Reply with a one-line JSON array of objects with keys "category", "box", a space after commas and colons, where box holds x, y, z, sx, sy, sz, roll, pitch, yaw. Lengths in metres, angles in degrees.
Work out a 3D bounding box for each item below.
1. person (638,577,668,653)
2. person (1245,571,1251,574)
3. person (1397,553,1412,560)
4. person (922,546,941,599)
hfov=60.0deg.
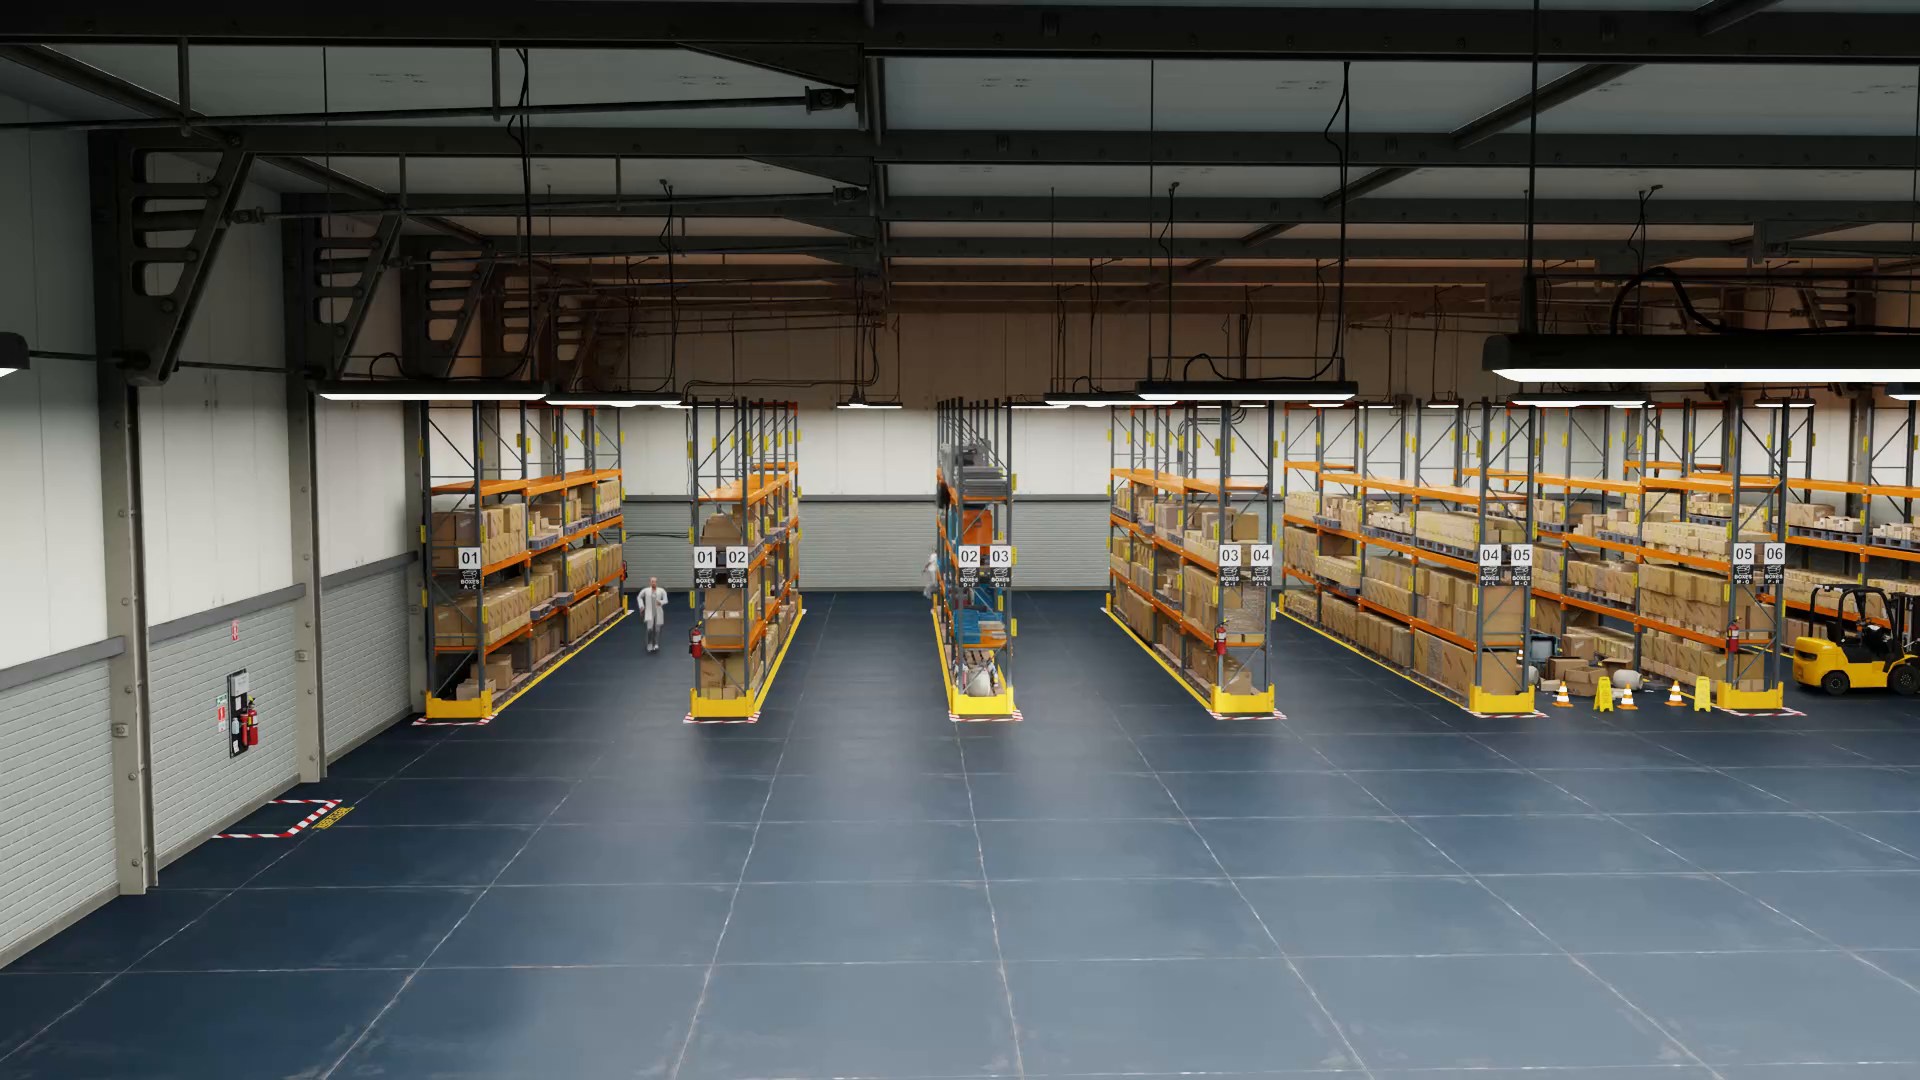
[{"category": "person", "box": [-7.298, 1.785, 39.570, 0.699, 1.791, 0.764, -1, 5, -14]}, {"category": "person", "box": [8.440, 1.097, 48.570, 0.843, 1.719, 0.892, -4, 6, -45]}, {"category": "person", "box": [13.612, 0.893, 50.925, 0.933, 1.759, 0.667, -2, 5, -26]}, {"category": "person", "box": [-0.805, 0.995, 50.925, 0.566, 1.621, 0.605, 4, 6, 39]}]
